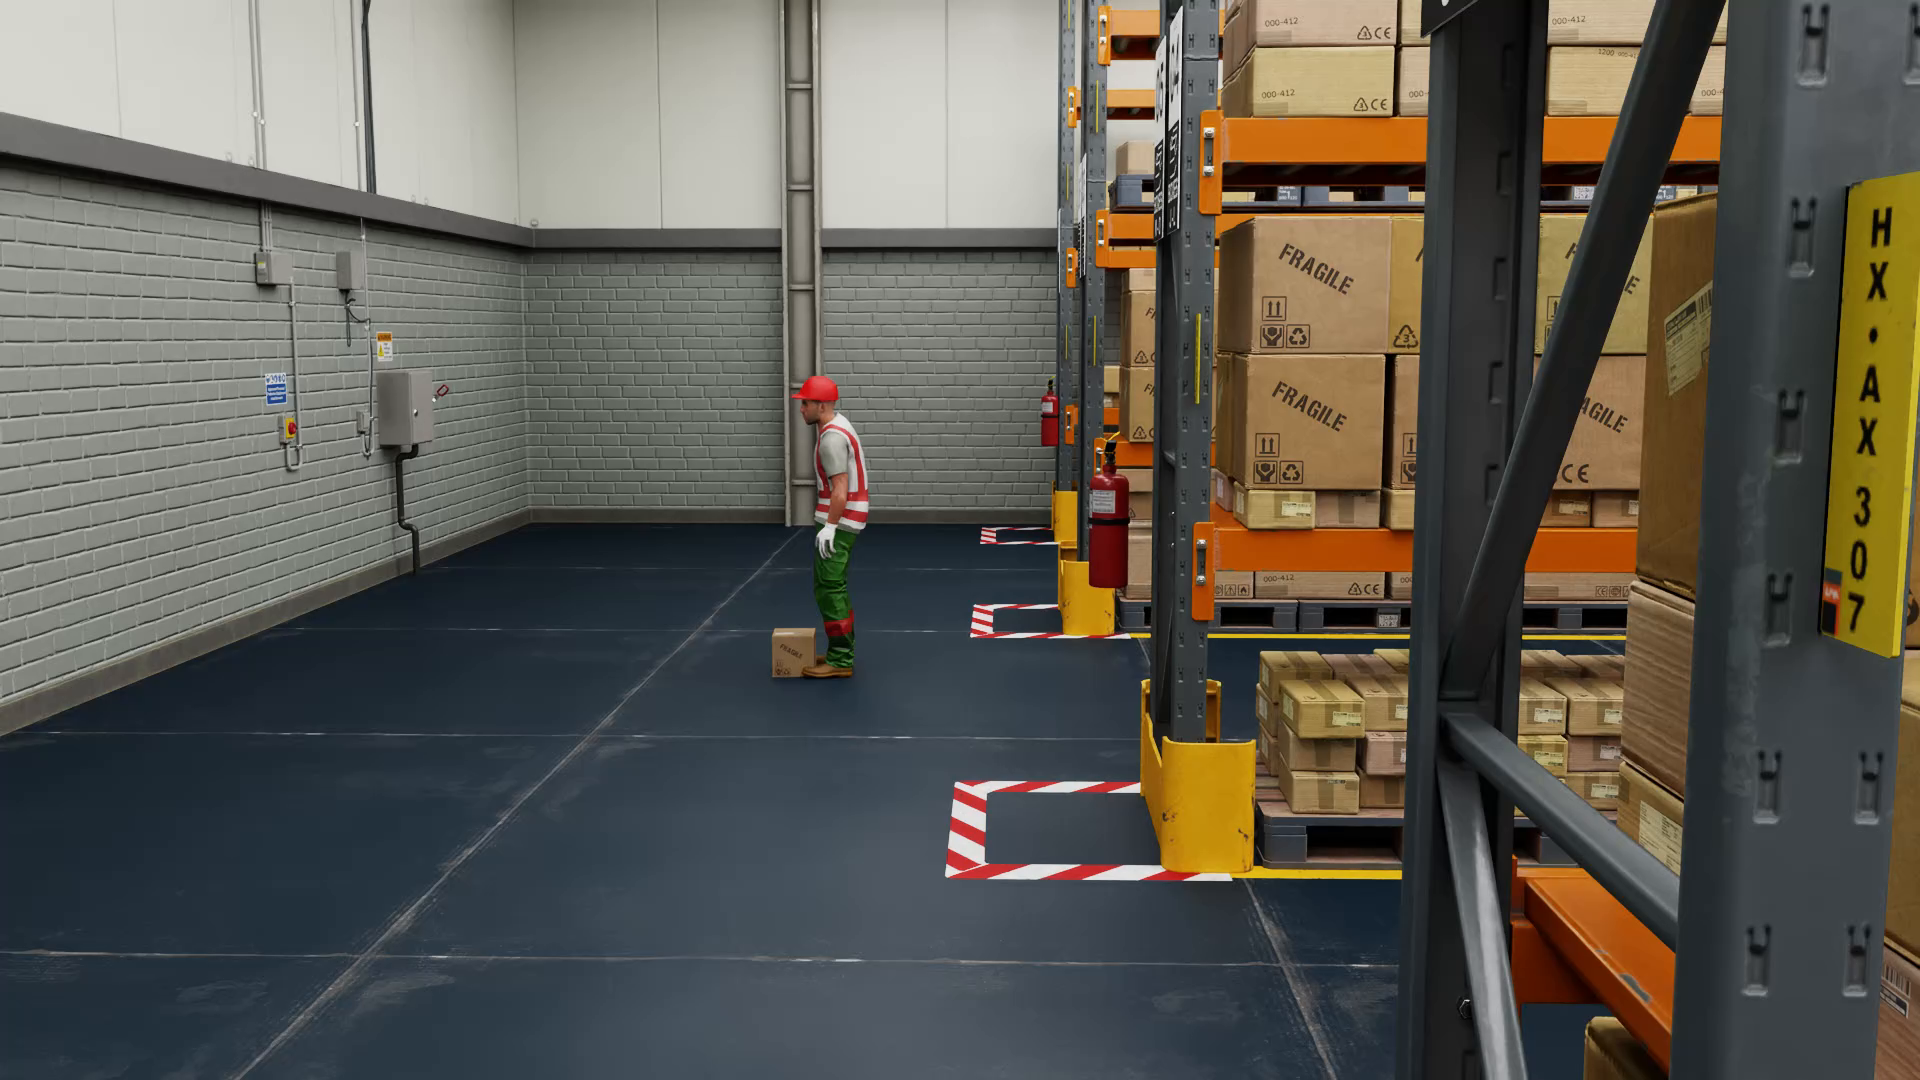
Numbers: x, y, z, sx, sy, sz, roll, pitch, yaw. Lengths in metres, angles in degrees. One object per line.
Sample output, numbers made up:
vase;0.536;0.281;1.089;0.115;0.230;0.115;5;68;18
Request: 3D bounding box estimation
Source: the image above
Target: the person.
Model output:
person;-0.767;-0.081;9.855;0.453;1.778;0.616;0;7;-2
